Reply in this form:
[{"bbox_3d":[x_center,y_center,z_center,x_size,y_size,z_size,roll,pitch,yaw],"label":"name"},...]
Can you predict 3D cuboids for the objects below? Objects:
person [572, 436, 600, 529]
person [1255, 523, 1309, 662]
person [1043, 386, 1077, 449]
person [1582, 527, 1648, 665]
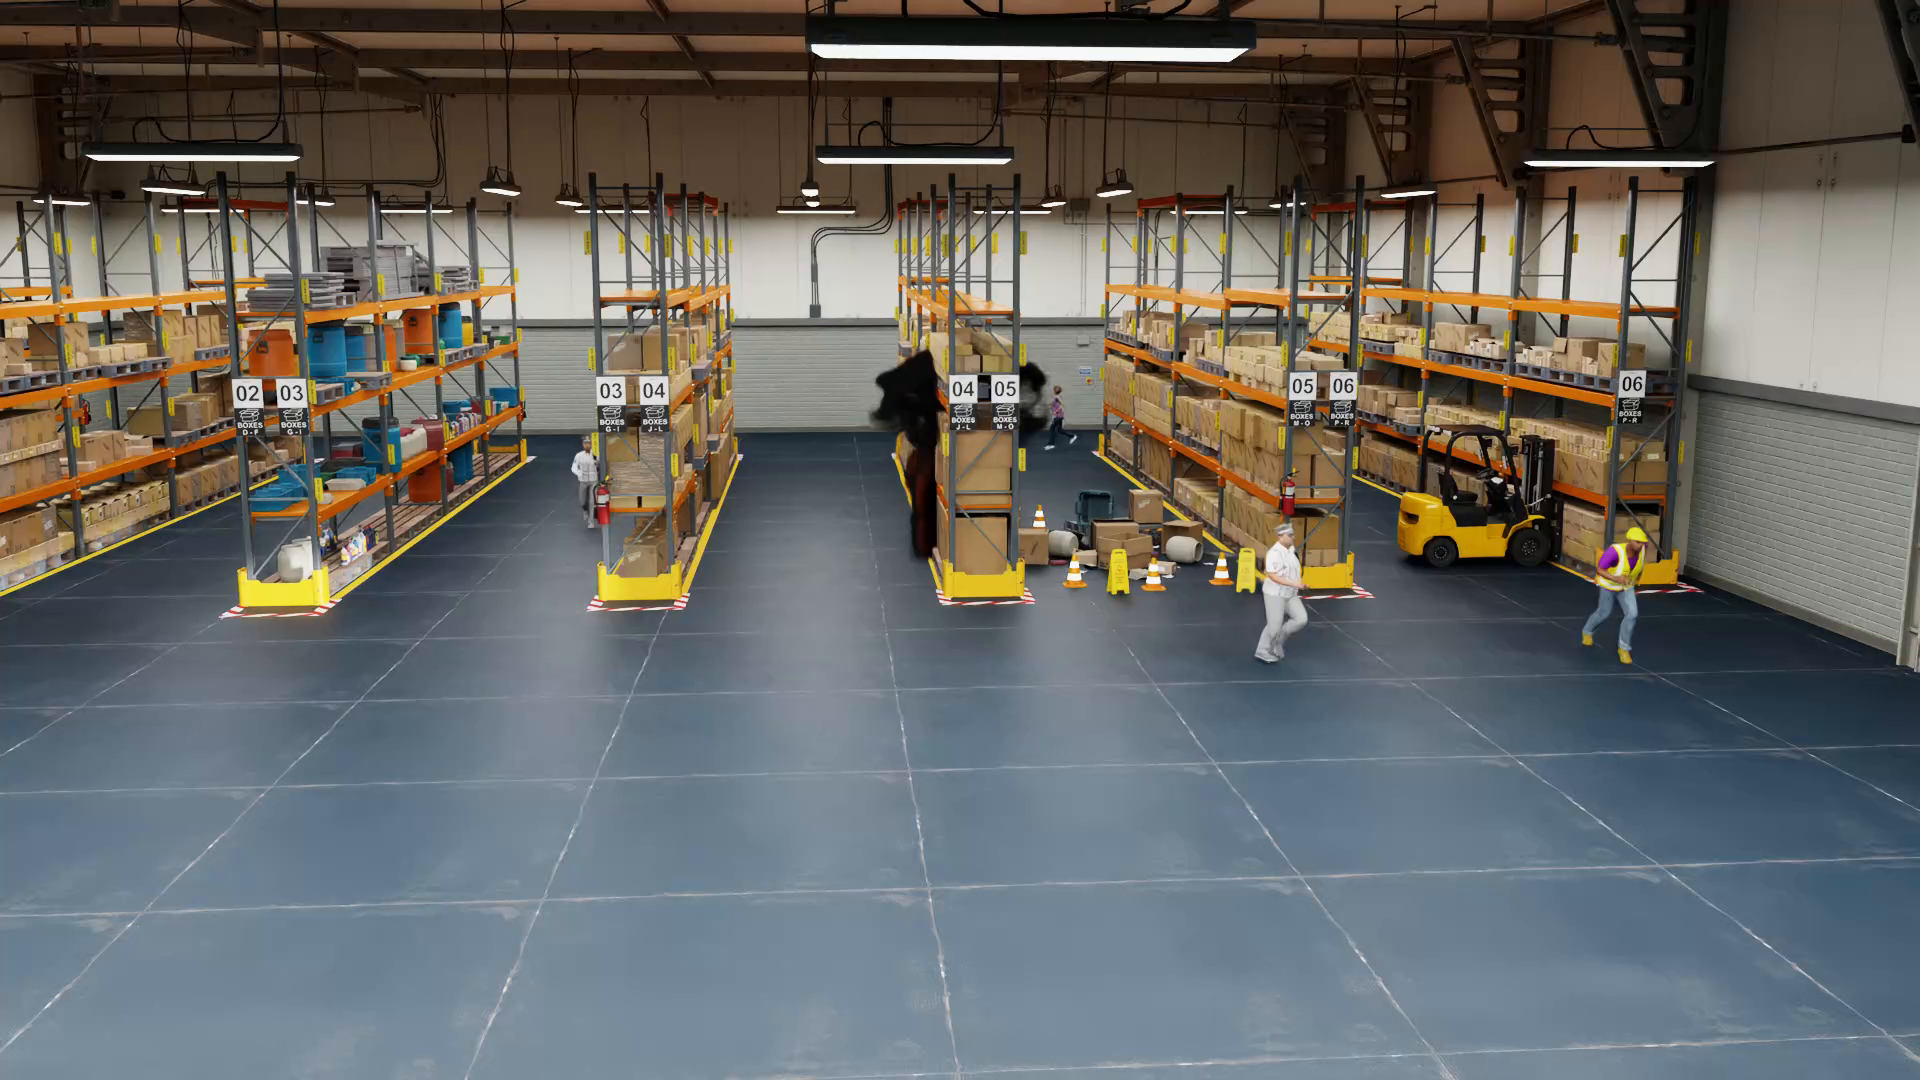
[{"bbox_3d":[-6.658,-1.057,29.907,0.625,1.654,0.723,-1,10,-8],"label":"person"},{"bbox_3d":[3.919,0.635,20.052,0.729,1.733,0.642,10,14,43],"label":"person"},{"bbox_3d":[2.503,-3.050,41.437,0.850,1.598,0.549,1,10,4],"label":"person"},{"bbox_3d":[8.054,0.635,20.452,0.747,1.718,1.047,-3,10,-14],"label":"person"}]
